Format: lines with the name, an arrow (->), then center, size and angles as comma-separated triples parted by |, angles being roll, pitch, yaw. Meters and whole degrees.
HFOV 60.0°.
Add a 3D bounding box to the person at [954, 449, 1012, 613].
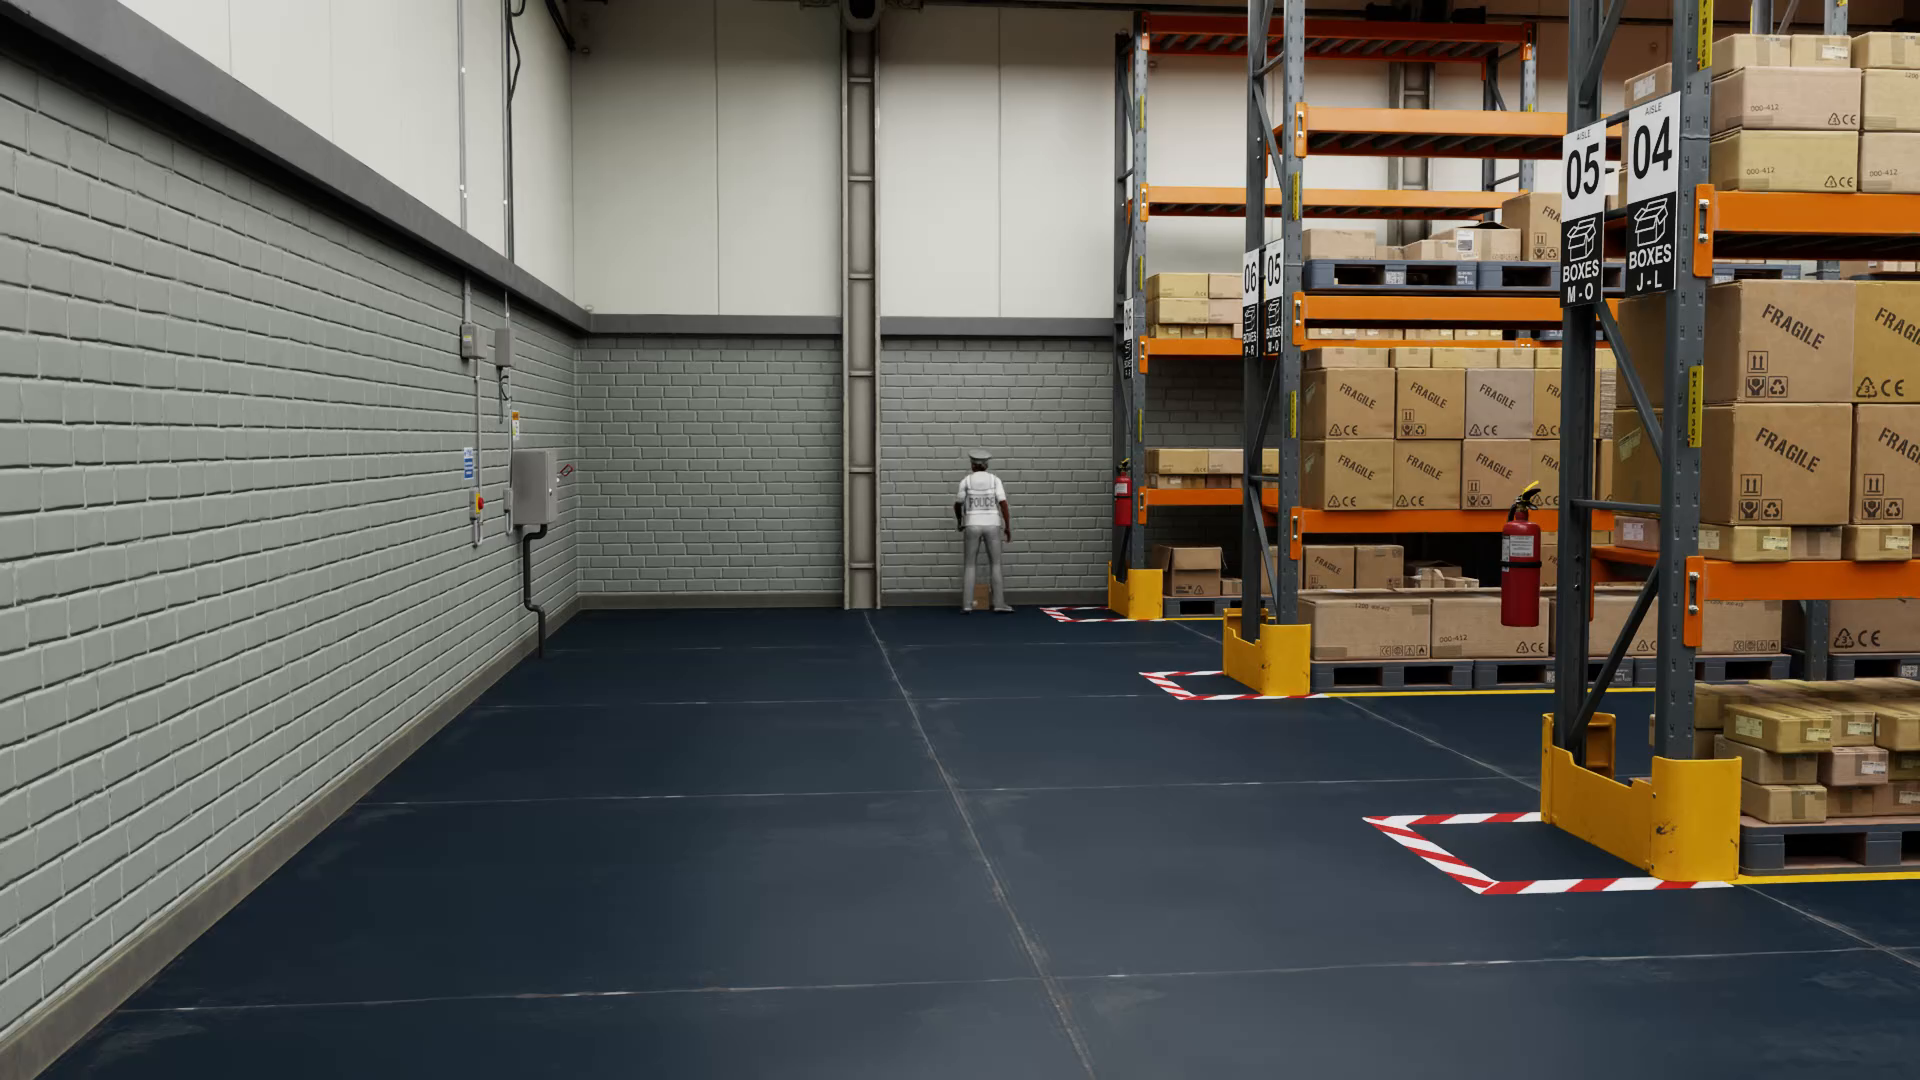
person -> 0.236, -0.085, 17.255 | 0.609, 1.719, 0.496 | 0, 3, -2
